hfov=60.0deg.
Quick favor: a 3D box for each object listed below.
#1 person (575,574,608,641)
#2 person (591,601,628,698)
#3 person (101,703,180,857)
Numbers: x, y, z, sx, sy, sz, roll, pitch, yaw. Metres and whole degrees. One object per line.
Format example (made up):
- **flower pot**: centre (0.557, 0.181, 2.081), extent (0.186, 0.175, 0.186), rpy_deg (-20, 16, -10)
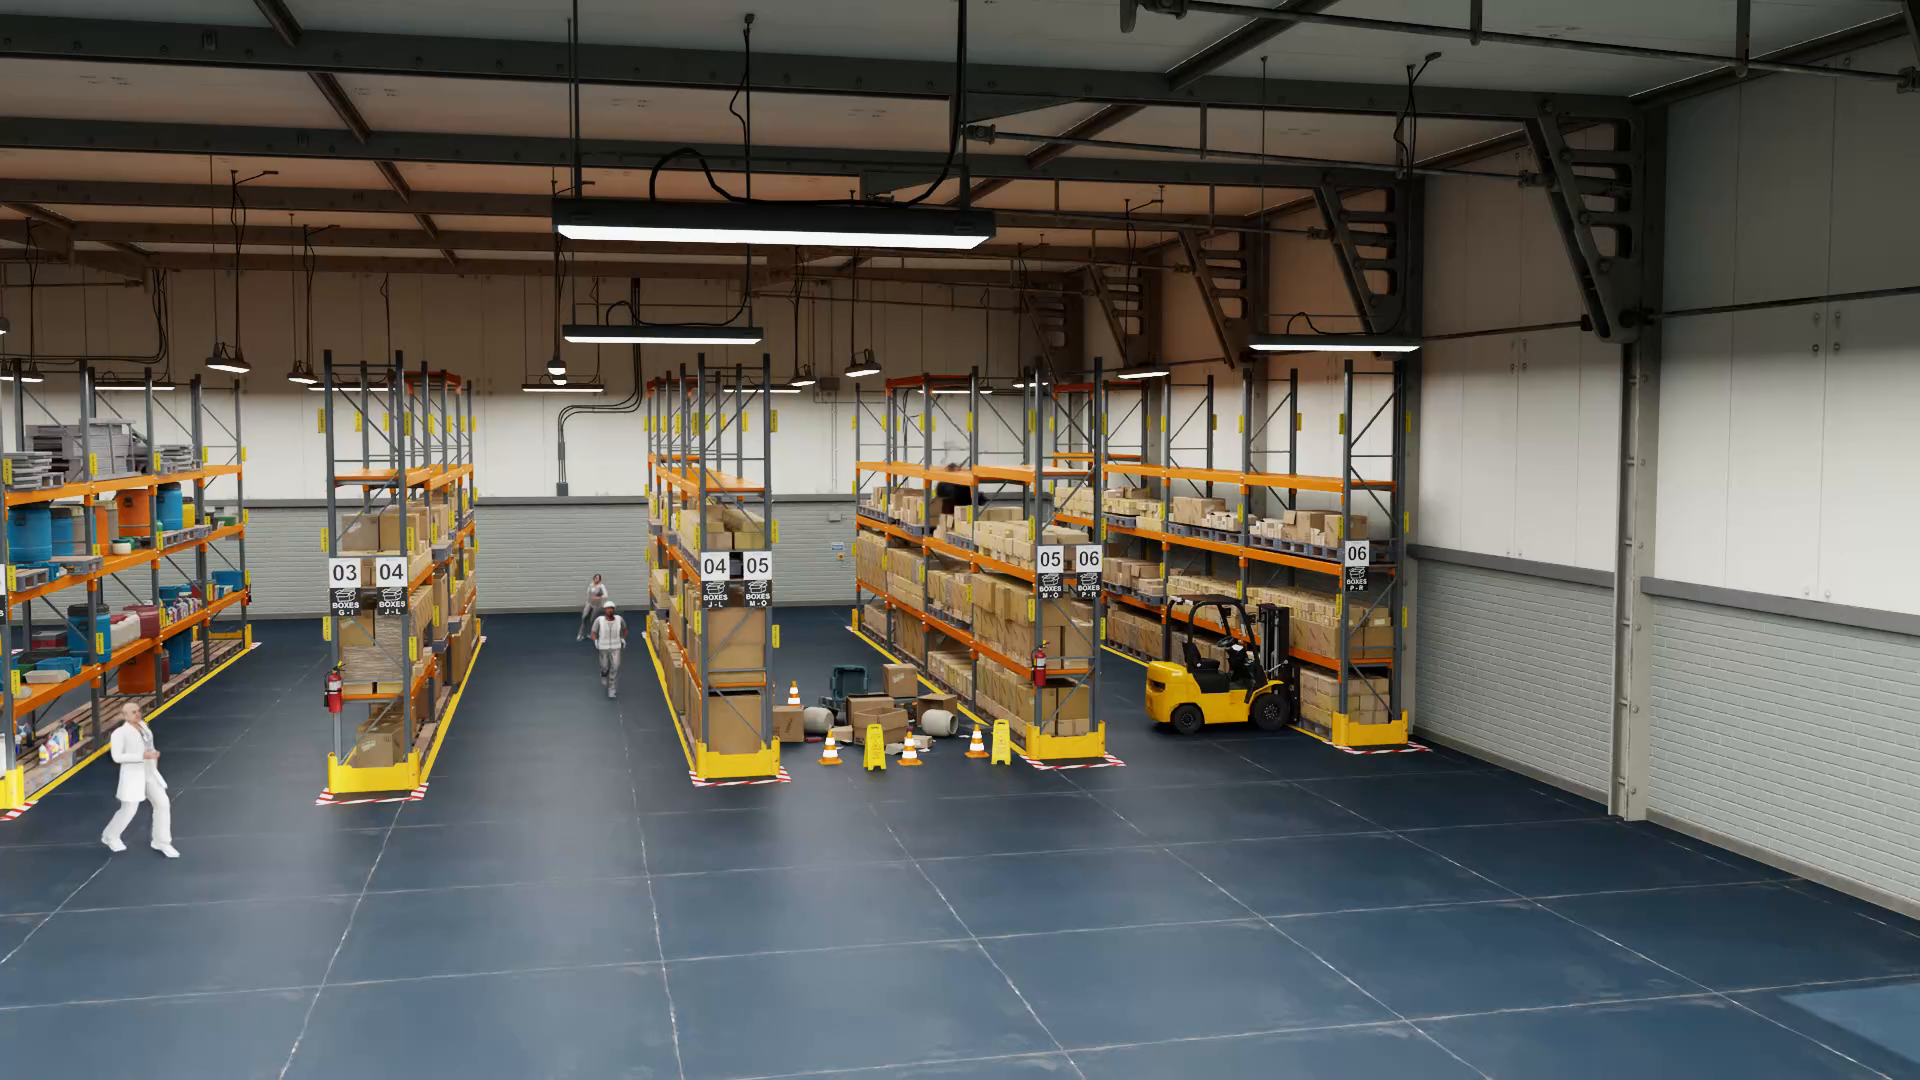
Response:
- **person**: centre (-8.492, 1.567, 38.639), extent (0.664, 1.537, 0.753), rpy_deg (1, 4, 12)
- **person**: centre (-6.459, 2.004, 30.681), extent (0.679, 1.758, 0.813), rpy_deg (-1, 4, -17)
- **person**: centre (-9.540, 2.783, 19.309), extent (0.963, 1.815, 0.725), rpy_deg (1, 4, 20)
